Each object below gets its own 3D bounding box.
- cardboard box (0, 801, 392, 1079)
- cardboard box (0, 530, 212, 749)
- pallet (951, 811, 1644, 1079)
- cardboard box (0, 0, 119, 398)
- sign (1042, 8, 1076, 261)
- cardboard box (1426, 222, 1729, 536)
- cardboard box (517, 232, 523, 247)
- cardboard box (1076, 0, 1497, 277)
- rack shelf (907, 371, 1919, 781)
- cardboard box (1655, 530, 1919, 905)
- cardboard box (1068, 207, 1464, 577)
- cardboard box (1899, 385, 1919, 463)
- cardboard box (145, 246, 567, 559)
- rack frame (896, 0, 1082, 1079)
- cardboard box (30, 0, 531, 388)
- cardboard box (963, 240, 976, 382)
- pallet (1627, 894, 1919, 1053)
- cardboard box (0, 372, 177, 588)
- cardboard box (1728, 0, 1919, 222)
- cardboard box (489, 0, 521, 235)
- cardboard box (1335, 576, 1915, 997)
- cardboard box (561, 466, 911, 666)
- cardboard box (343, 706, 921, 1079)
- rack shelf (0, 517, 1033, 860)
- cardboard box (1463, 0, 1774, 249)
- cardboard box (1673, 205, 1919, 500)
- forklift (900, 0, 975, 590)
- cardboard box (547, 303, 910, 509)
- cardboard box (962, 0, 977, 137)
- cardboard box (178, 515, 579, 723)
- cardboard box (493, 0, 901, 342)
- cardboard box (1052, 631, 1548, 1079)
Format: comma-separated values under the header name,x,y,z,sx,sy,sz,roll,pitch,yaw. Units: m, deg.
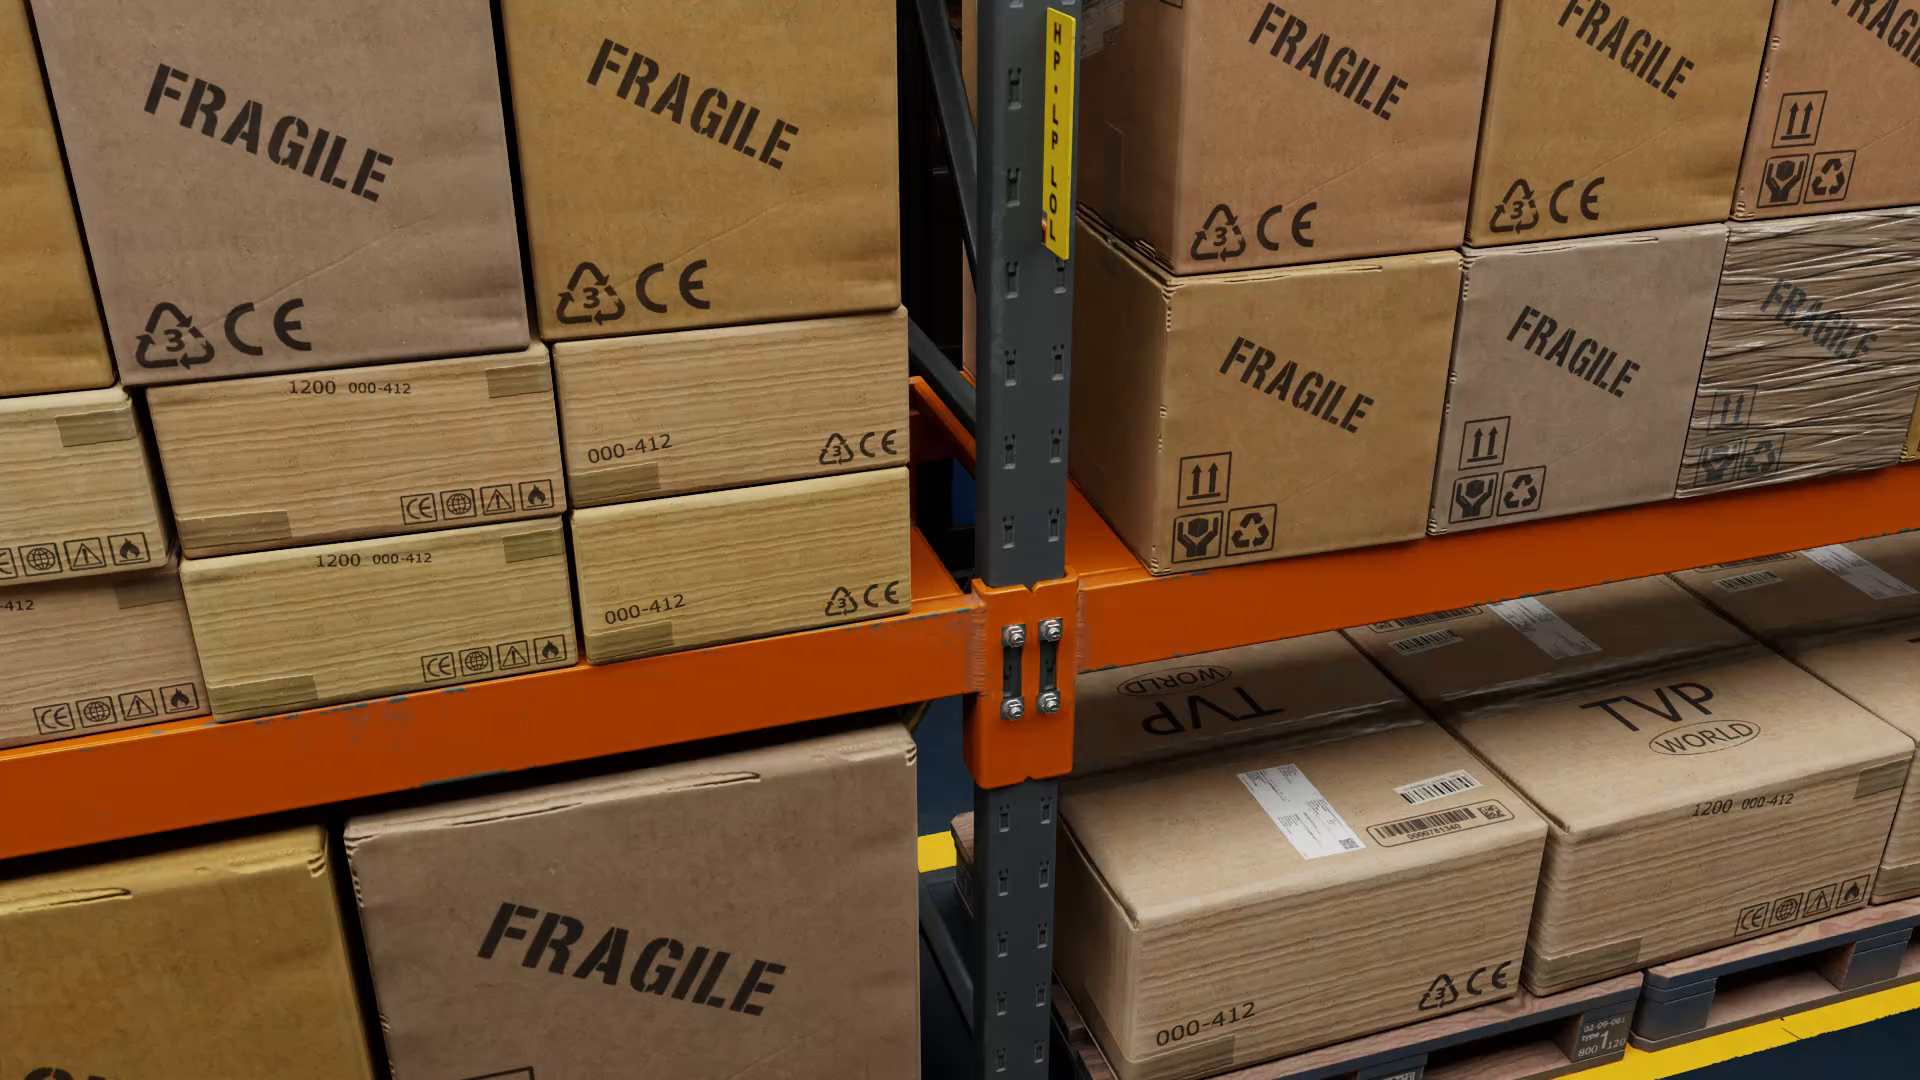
name,x,y,z,sx,sy,sz,roll,pitch,yaw
cardboard box,-1.466,0.711,2.862,0.875,0.875,0.875,-7,27,-15
cardboard box,-1.363,0.067,2.410,0.500,0.250,0.500,-9,28,-17
pallet,0.703,0.878,3.744,1.213,0.211,1.003,-8,28,-16
cardboard box,-1.369,-0.488,2.124,0.500,0.500,0.500,-7,27,-15
sign,0.133,-0.554,2.280,0.005,0.325,0.100,-8,28,-16
cardboard box,0.963,-0.366,3.001,0.500,0.500,0.500,-8,28,-16
cardboard box,-0.550,-0.515,3.020,0.500,0.250,0.500,-9,28,-18
cardboard box,0.483,-0.755,2.661,0.500,0.500,0.500,-8,28,-16
rack shelf,1.857,-0.253,3.695,4.000,0.370,1.077,-8,28,-16
cardboard box,2.295,0.372,4.036,0.875,0.438,0.875,-7,27,-15
cardboard box,0.483,-0.298,2.865,0.500,0.500,0.500,-7,27,-14
cardboard box,1.927,-0.502,3.276,0.500,0.500,0.500,-7,27,-15
cardboard box,-0.861,-0.221,2.428,0.500,0.250,0.500,-8,27,-15
rack frame,-0.044,-0.299,2.980,0.127,3.000,1.000,-8,28,-16
cardboard box,-0.881,-0.550,2.248,0.500,0.500,0.500,-8,27,-15
cardboard box,0.318,-0.516,3.304,0.500,0.500,0.500,-8,27,-16
pallet,1.865,0.708,4.086,1.213,0.211,1.003,-8,28,-16
cardboard box,-1.352,-0.147,2.279,0.500,0.250,0.500,-8,27,-15
cardboard box,1.456,-0.888,2.928,0.500,0.500,0.500,-8,27,-15
cardboard box,-0.552,-0.853,2.858,0.500,0.500,0.500,-8,27,-16
cardboard box,1.437,0.495,3.788,0.875,0.438,0.875,-9,28,-18
cardboard box,-0.393,-0.064,2.674,0.500,0.250,0.500,-9,28,-17
cardboard box,-0.609,0.583,3.119,0.875,0.875,0.875,-7,27,-14
rack shelf,-1.946,0.298,2.585,4.000,0.370,1.077,-8,28,-16
cardboard box,0.966,-0.822,2.796,0.500,0.500,0.500,-9,28,-17
cardboard box,1.438,-0.431,3.133,0.500,0.500,0.500,-8,28,-16
forklift,-0.599,-1.238,4.947,3.031,2.935,1.130,-7,27,-14
cardboard box,-0.388,-0.293,2.573,0.500,0.250,0.500,-8,28,-16
cardboard box,0.319,-0.974,3.101,0.500,0.500,0.500,-8,28,-17
cardboard box,-0.877,0.006,2.534,0.500,0.250,0.500,-9,28,-17
cardboard box,-0.391,-0.624,2.397,0.500,0.500,0.500,-7,27,-14
cardboard box,0.586,0.619,3.539,0.875,0.438,0.875,-9,28,-17
